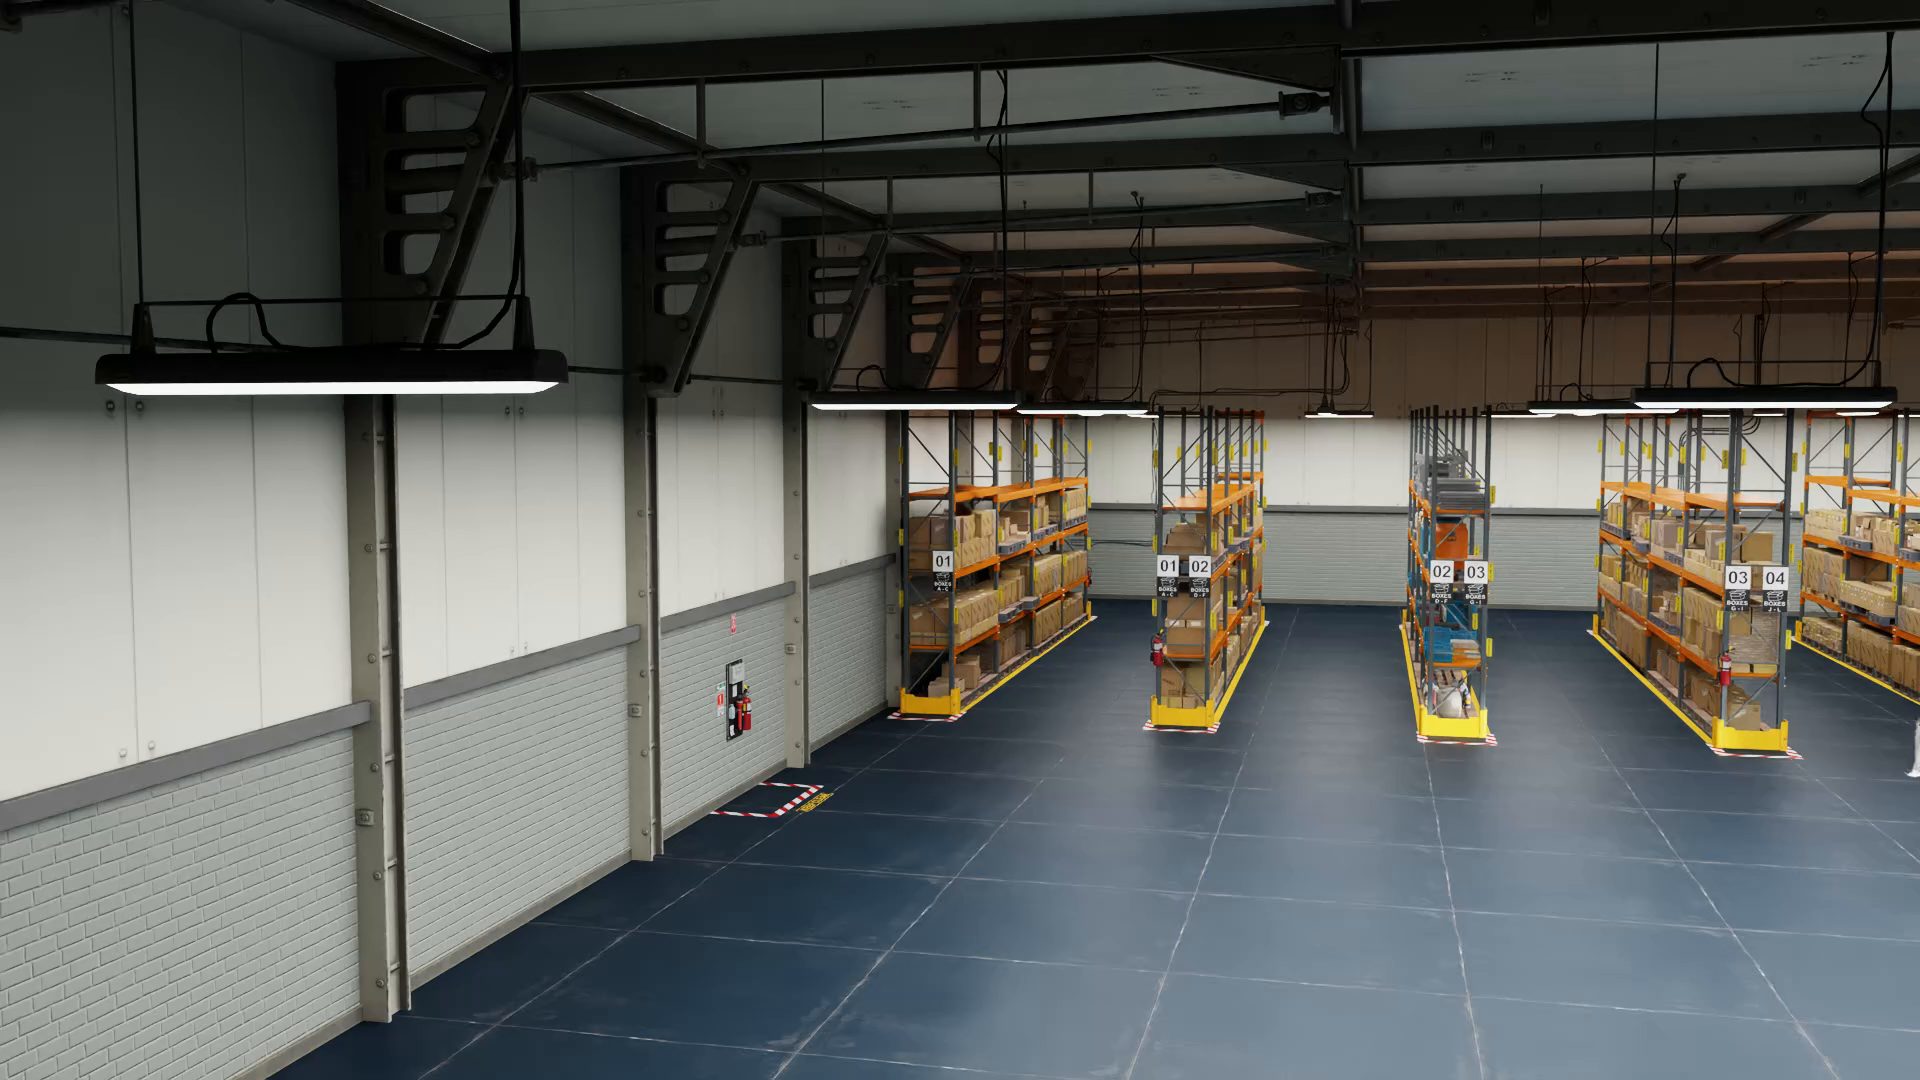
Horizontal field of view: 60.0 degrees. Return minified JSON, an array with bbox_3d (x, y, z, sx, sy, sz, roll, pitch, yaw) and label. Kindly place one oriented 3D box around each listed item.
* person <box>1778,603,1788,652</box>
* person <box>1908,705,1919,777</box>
[{"bbox_3d":[19.217,2.017,39.242,0.471,1.785,0.587,0,4,3],"label":"person"},{"bbox_3d":[15.613,3.015,26.756,0.949,1.550,0.389,-4,6,-44],"label":"person"}]
